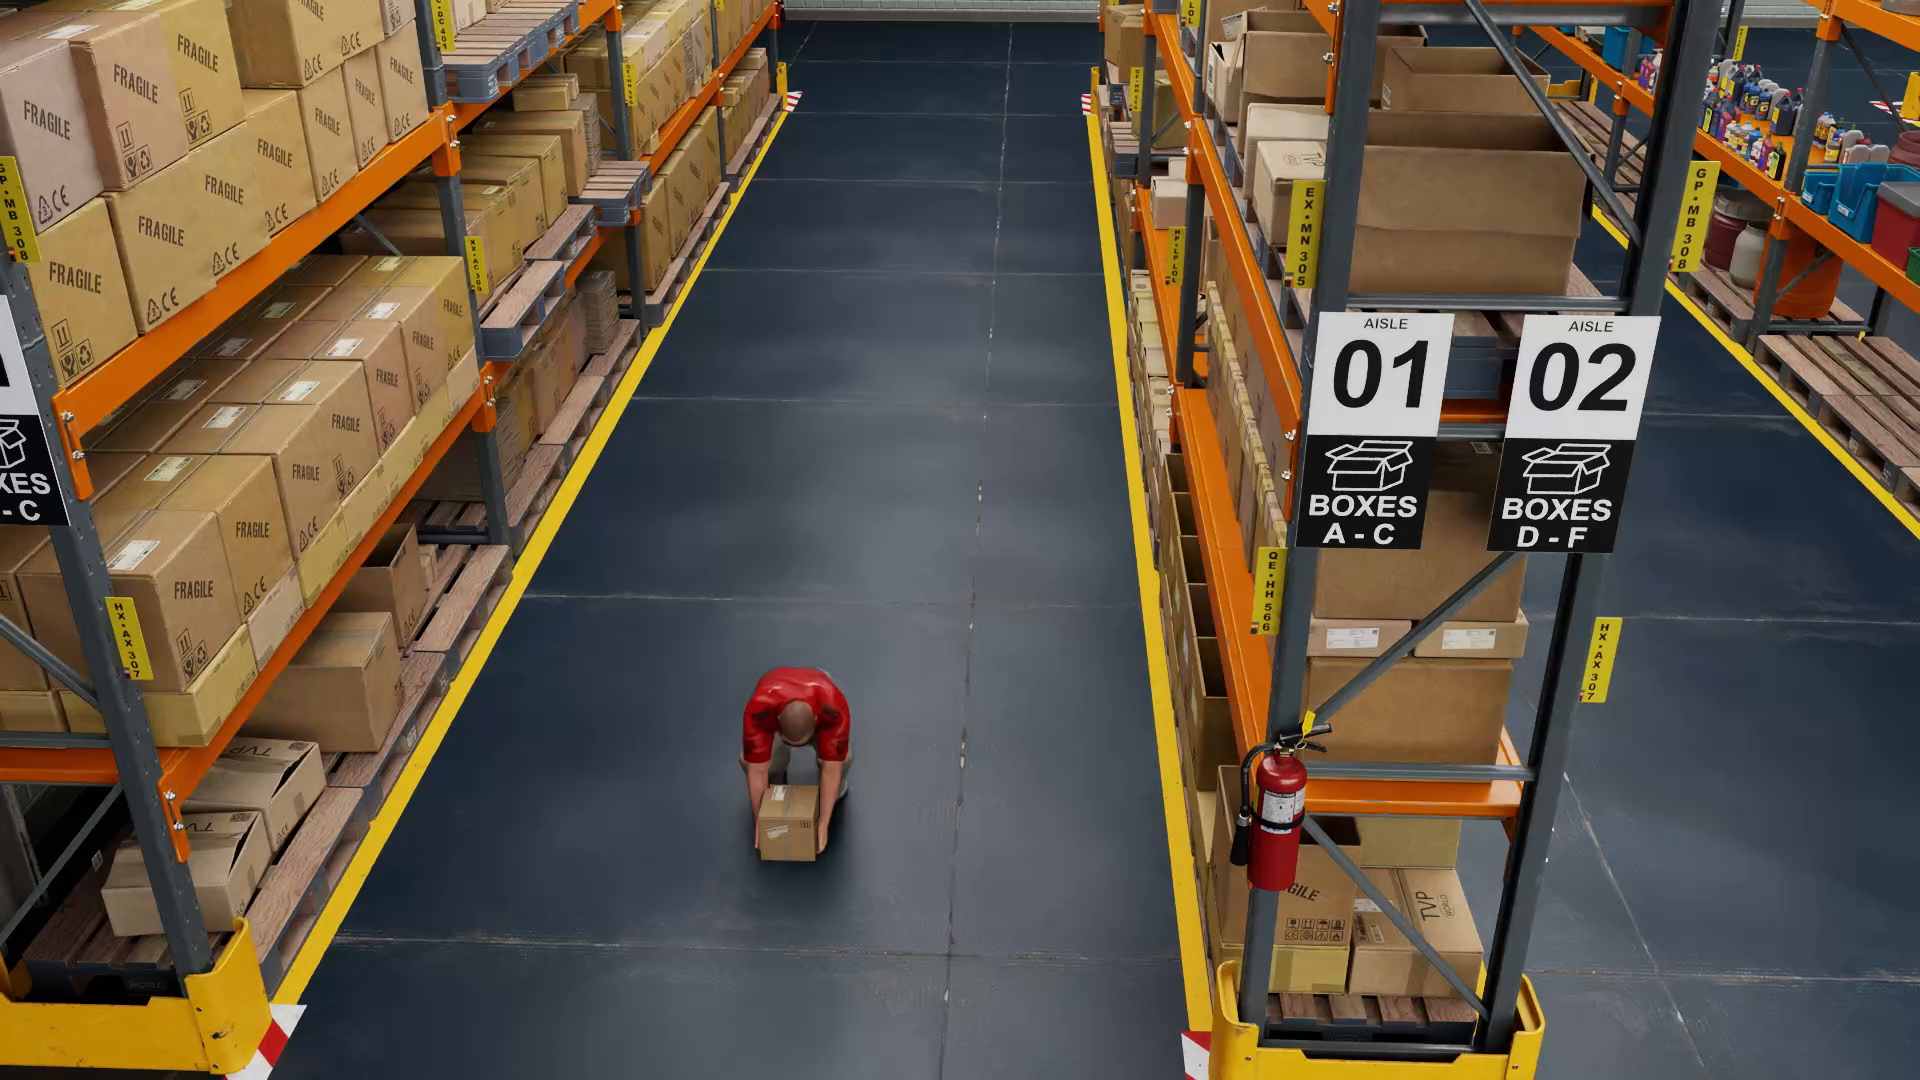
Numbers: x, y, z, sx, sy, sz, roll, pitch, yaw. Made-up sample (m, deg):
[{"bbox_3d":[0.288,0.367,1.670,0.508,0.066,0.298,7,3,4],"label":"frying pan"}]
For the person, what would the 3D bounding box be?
[{"bbox_3d":[-0.766,0.435,7.804,0.532,1.733,0.470,1,28,1],"label":"person"}]
